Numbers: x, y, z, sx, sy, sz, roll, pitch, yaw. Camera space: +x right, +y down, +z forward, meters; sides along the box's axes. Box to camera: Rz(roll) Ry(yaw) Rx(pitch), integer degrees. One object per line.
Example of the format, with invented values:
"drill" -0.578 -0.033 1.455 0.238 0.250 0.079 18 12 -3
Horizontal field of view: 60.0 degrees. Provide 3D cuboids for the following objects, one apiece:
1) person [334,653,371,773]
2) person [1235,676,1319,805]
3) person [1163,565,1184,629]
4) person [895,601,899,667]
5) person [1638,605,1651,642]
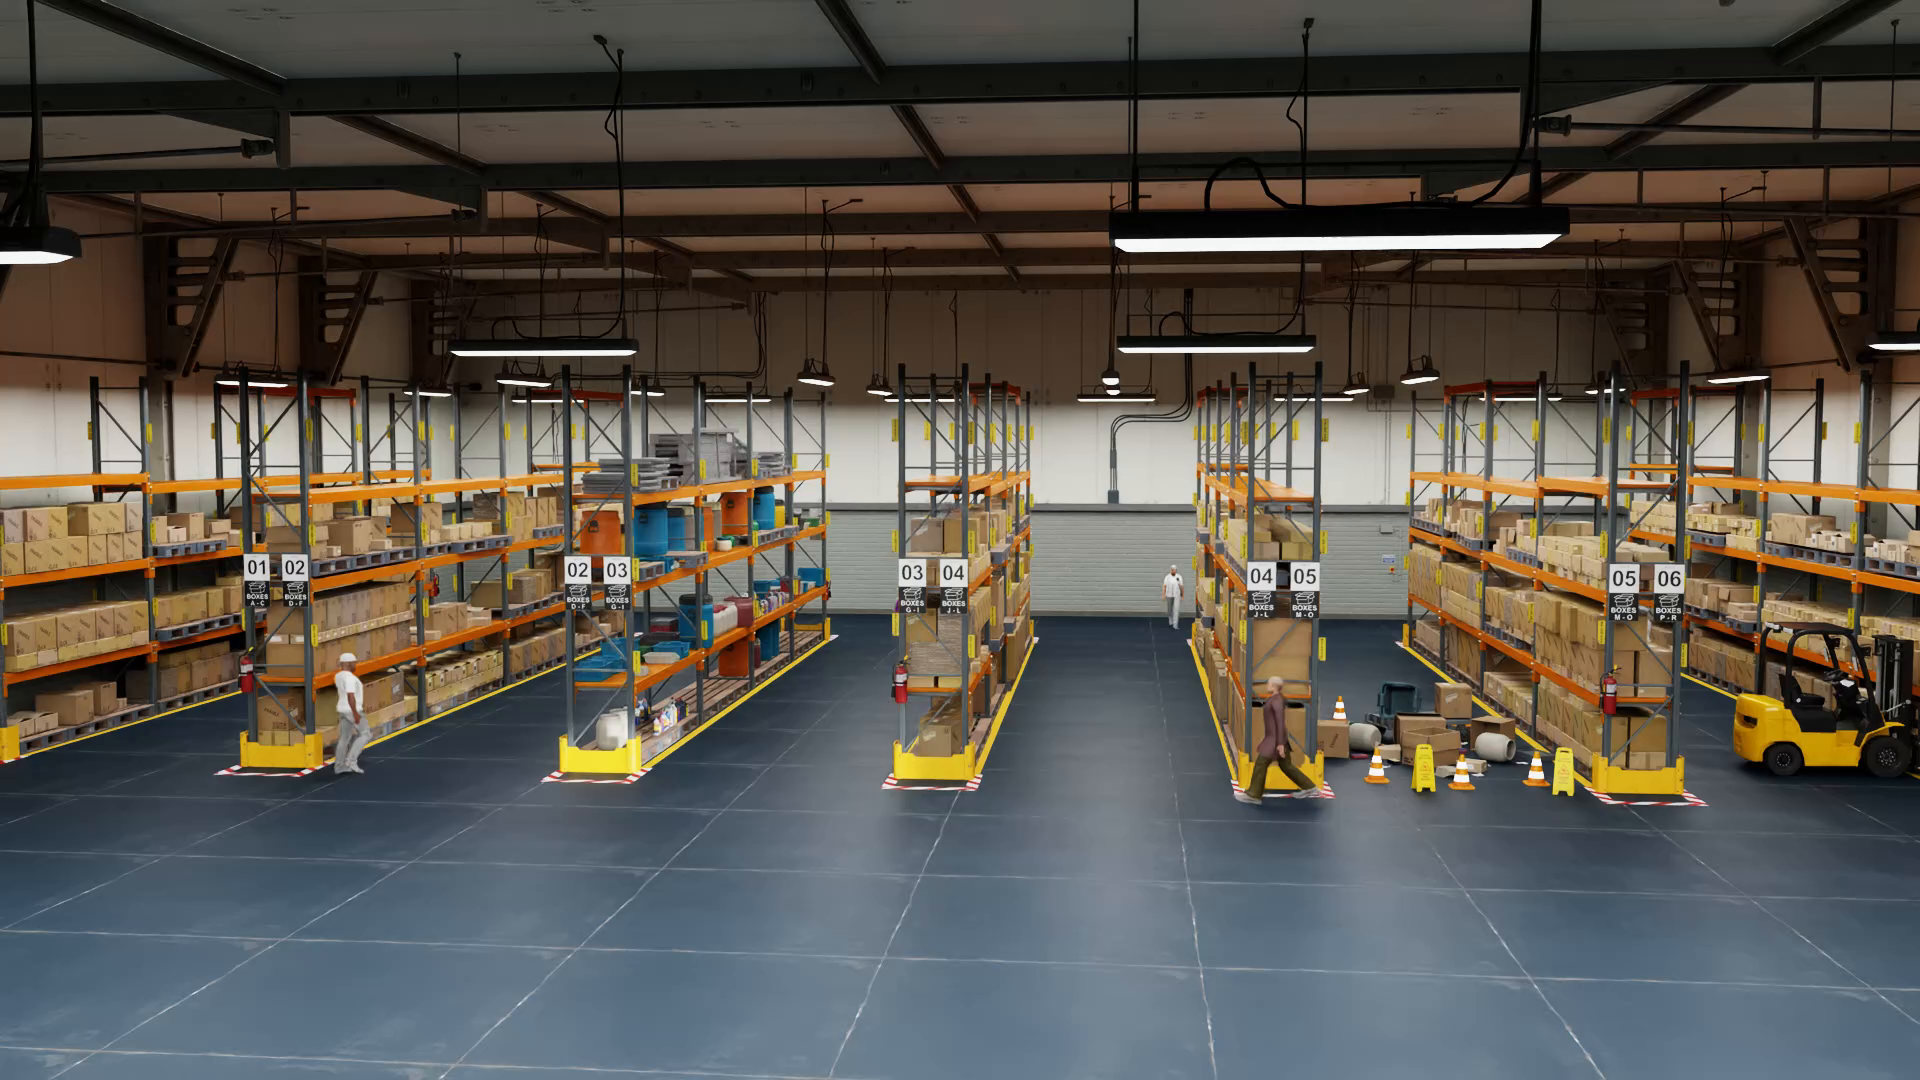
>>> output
"person" -9.012 2.538 24.500 0.646 1.744 0.505 3 5 42
"person" 4.276 2.693 22.366 1.144 1.731 0.581 0 4 6
"person" 5.481 1.439 42.755 0.521 1.600 1.061 1 4 15
"person" -1.129 1.843 35.551 0.622 1.697 1.092 0 4 0
"person" 13.153 2.098 32.062 0.464 1.672 0.511 -1 4 -15
